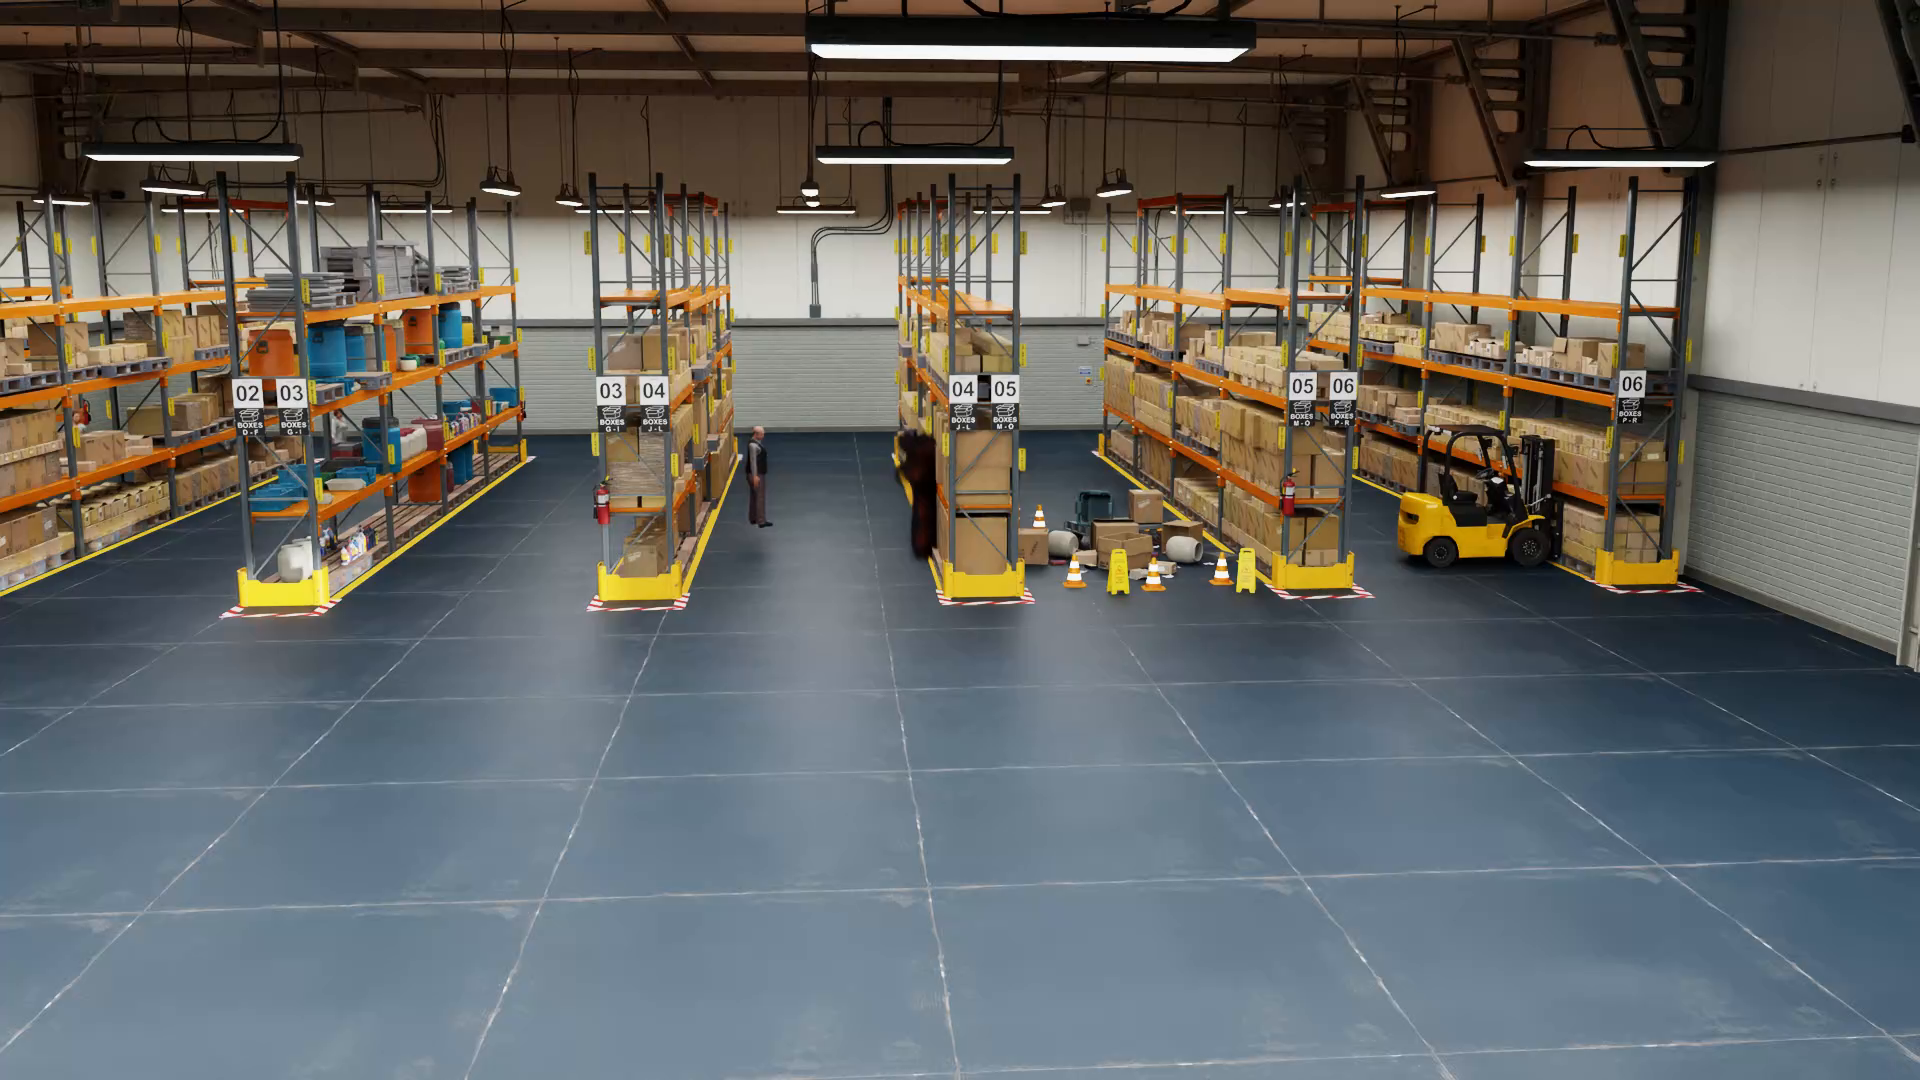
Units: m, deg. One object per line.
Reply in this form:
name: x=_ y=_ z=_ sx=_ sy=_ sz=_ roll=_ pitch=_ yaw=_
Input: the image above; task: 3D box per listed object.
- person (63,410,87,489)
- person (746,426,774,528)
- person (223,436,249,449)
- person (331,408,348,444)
person: x=-18.408 y=-1.897 z=34.686 sx=0.406 sy=1.629 sz=0.840 roll=-1 pitch=10 yaw=-8
person: x=-3.405 y=-1.082 z=28.182 sx=0.431 sy=1.720 sz=0.579 roll=-3 pitch=10 yaw=-16
person: x=-17.695 y=-3.024 z=40.745 sx=0.634 sy=1.744 sz=0.554 roll=0 pitch=10 yaw=2
person: x=-13.311 y=-2.069 z=35.829 sx=0.516 sy=1.604 sz=0.428 roll=1 pitch=10 yaw=7
